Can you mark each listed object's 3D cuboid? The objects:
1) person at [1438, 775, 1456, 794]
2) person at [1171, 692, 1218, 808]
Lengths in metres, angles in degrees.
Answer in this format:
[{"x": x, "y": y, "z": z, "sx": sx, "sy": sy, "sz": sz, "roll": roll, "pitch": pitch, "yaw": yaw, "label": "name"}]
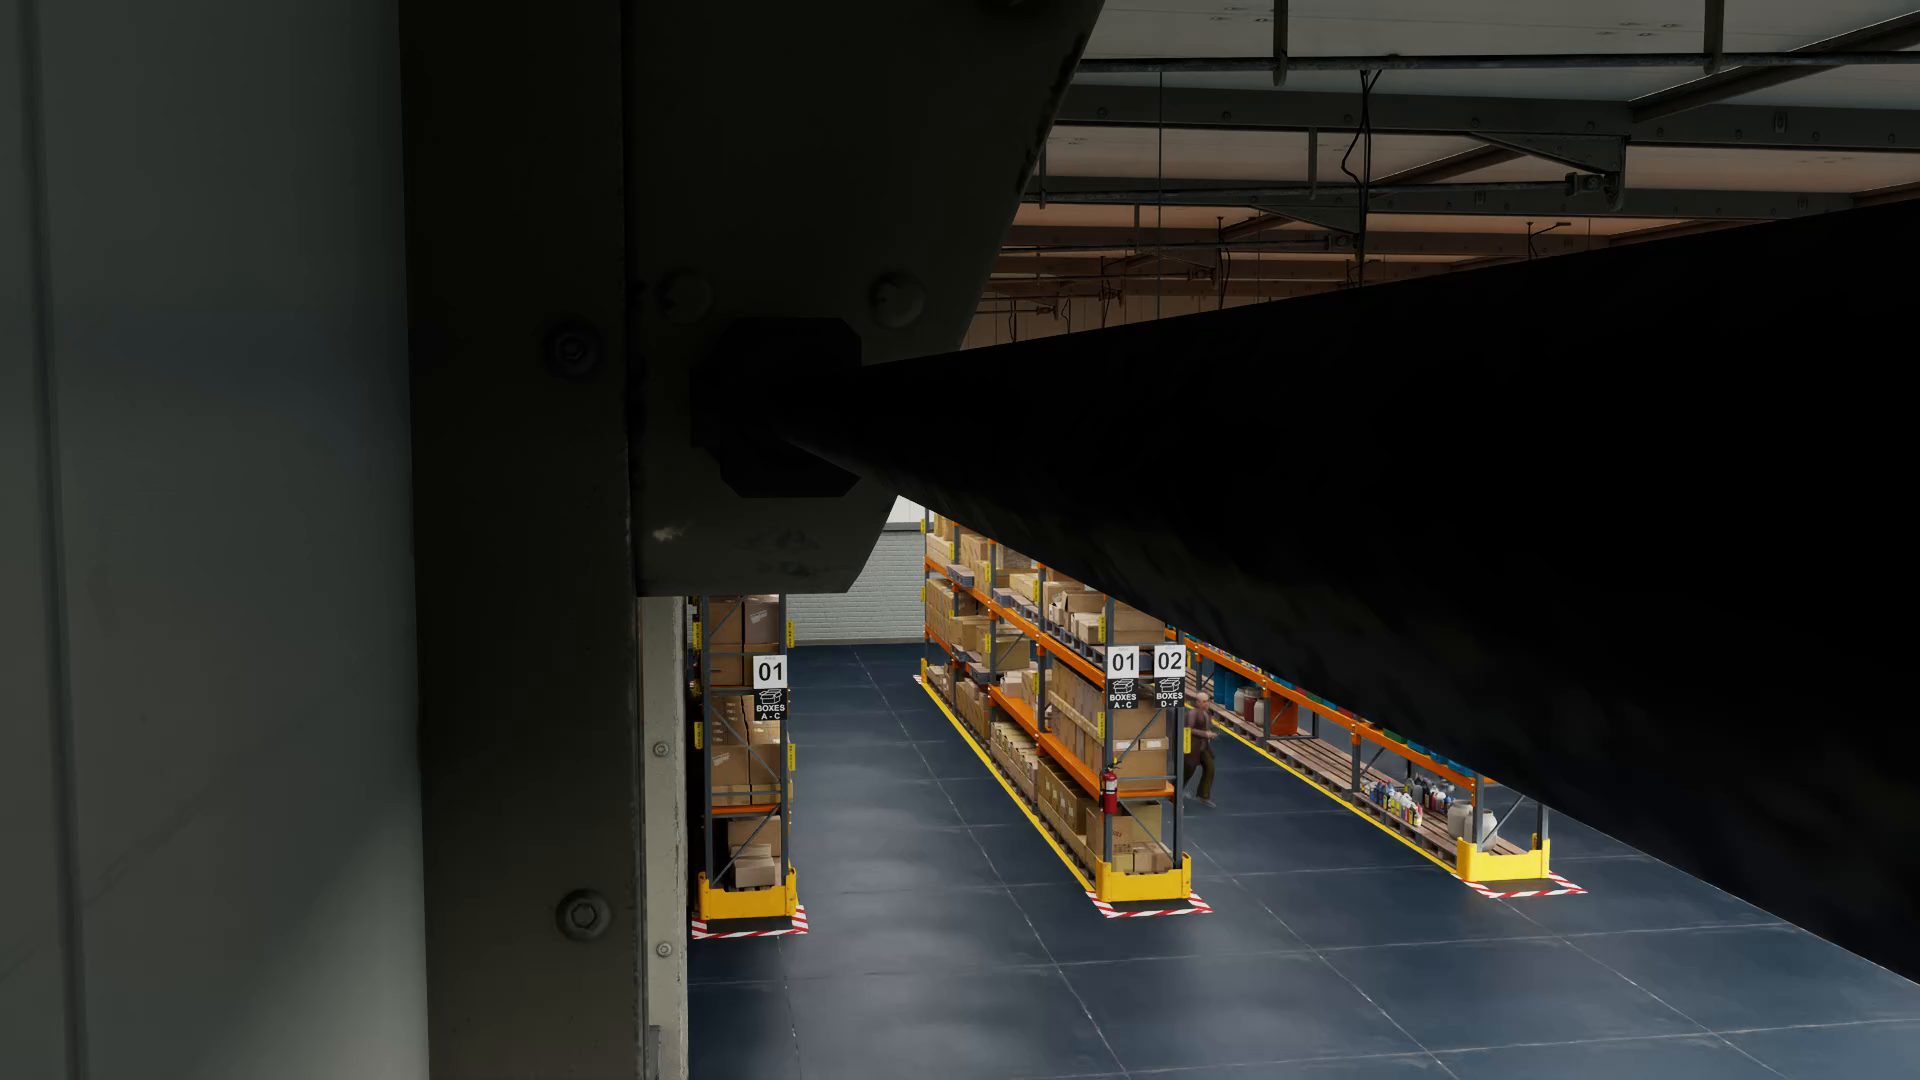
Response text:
[{"x": 7.881, "y": 3.229, "z": 26.619, "sx": 0.527, "sy": 1.542, "sz": 0.728, "roll": -1, "pitch": 5, "yaw": -15, "label": "person"}, {"x": 3.558, "y": 3.249, "z": 25.614, "sx": 0.661, "sy": 1.670, "sz": 0.902, "roll": -4, "pitch": 7, "yaw": -41, "label": "person"}]
